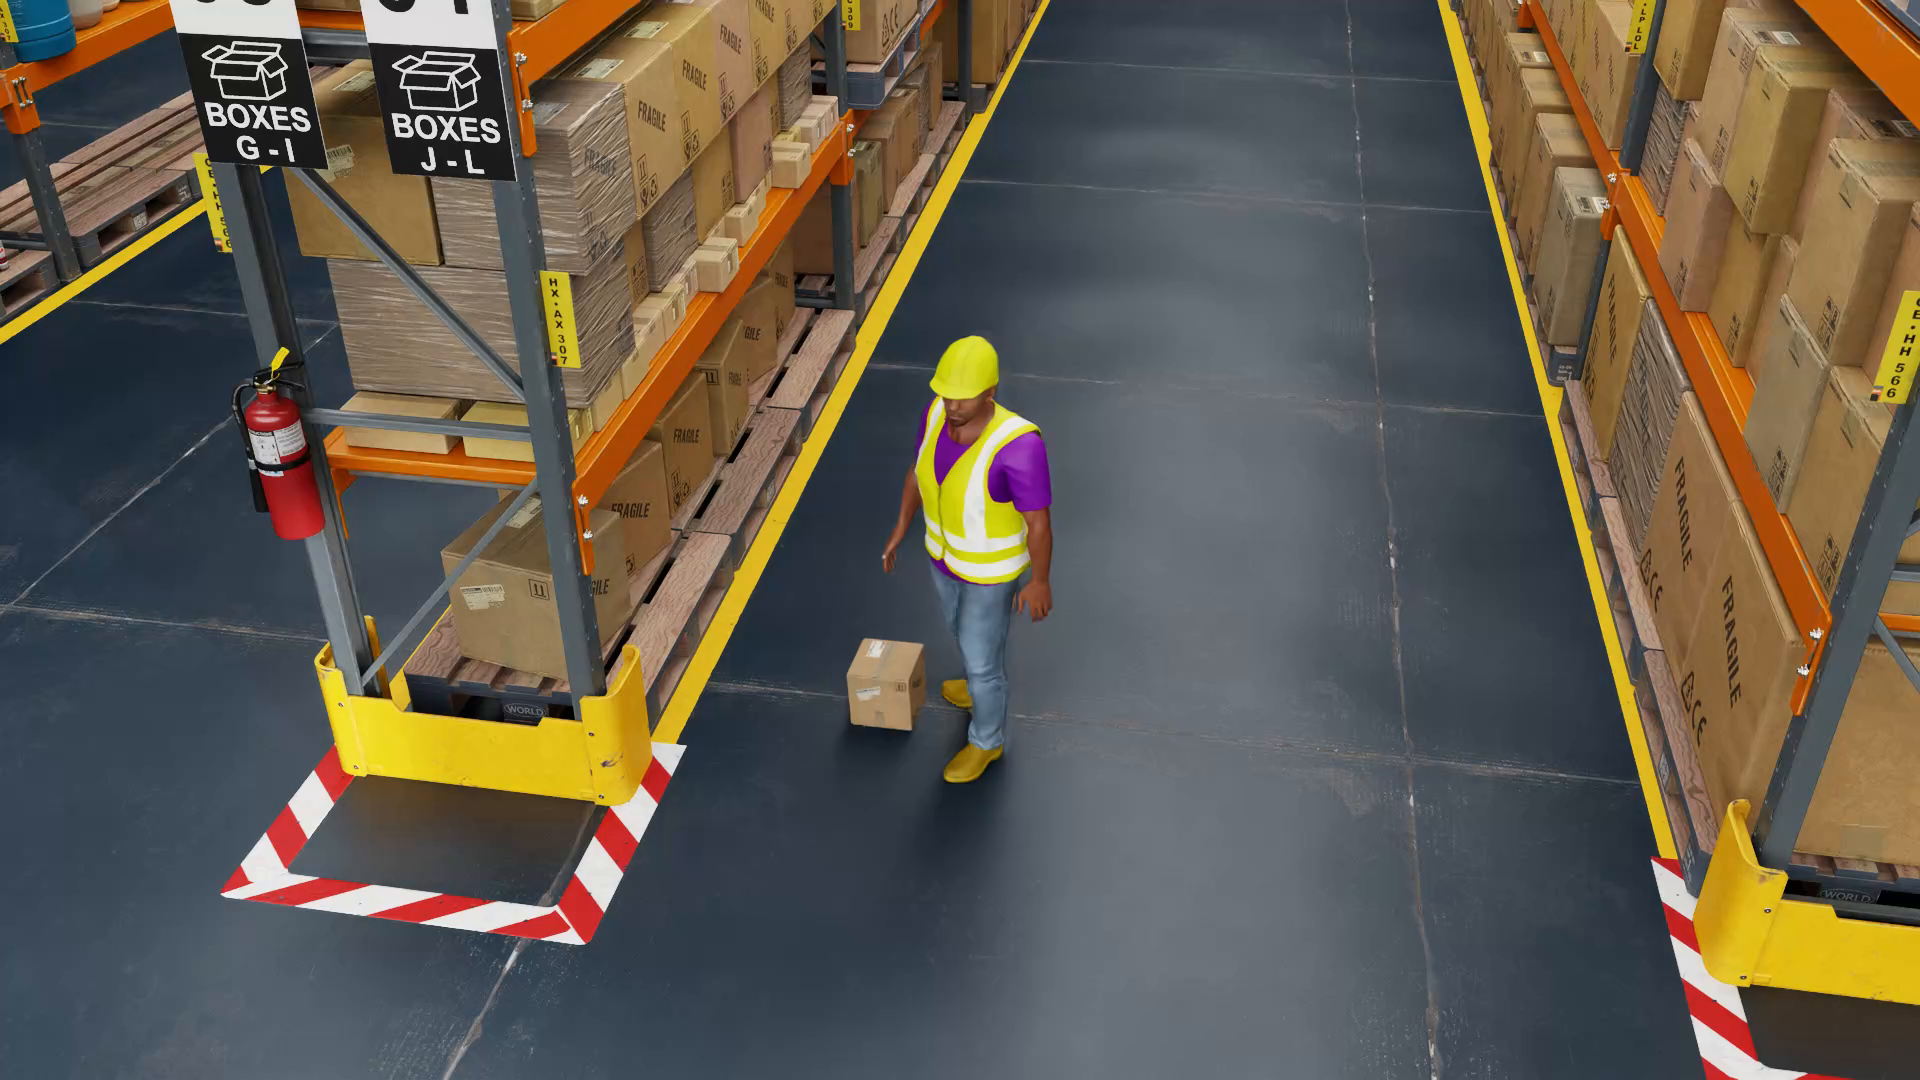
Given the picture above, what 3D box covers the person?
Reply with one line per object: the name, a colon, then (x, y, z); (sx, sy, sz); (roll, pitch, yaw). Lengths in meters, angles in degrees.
person: (0.046, 0.050, 6.034); (0.501, 1.779, 0.693); (-22, 38, -31)
